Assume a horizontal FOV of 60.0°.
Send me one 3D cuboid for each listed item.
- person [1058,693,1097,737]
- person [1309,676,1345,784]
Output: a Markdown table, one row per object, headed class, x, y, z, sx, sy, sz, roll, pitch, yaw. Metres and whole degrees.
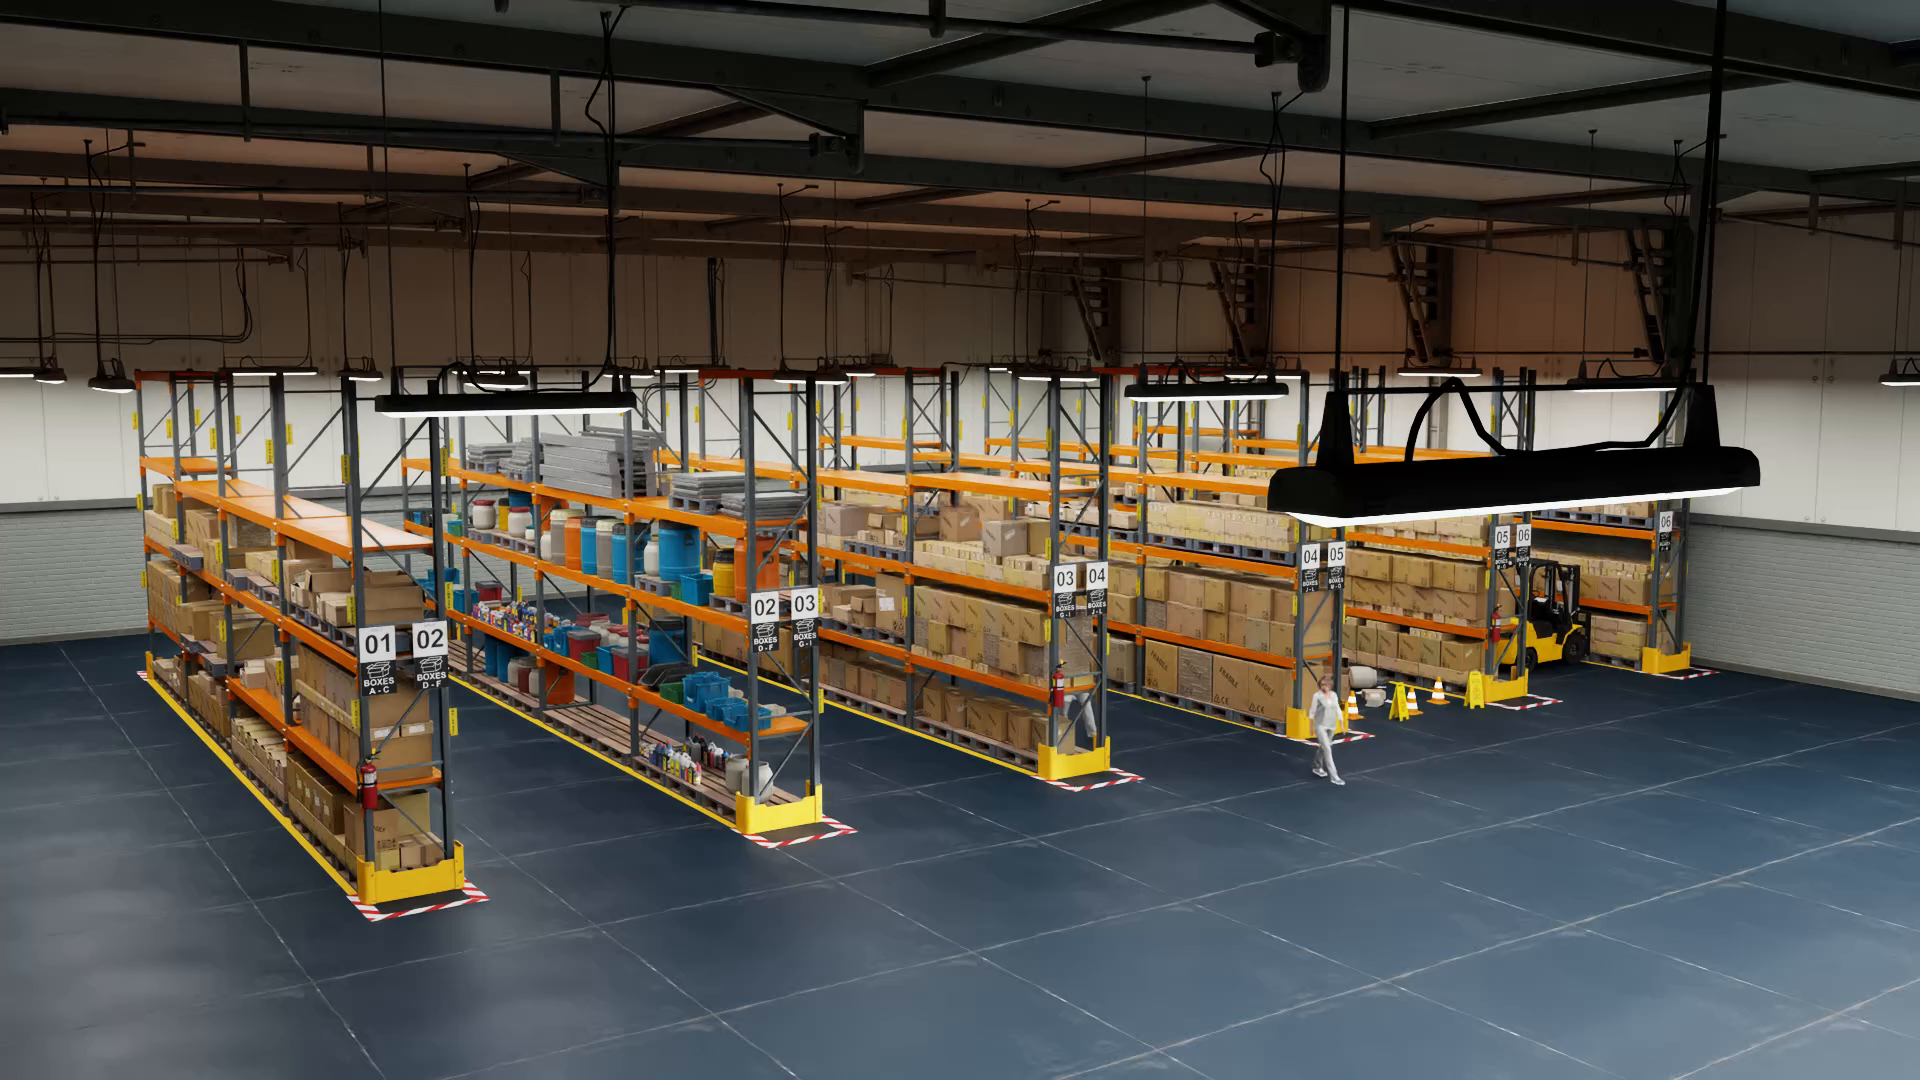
| class | x | y | z | sx | sy | sz | roll | pitch | yaw |
| --- | --- | --- | --- | --- | --- | --- | --- | --- | --- |
| person | 1.912 | 2.374 | 27.199 | 0.606 | 1.736 | 1.038 | -3 | 7 | -25 |
| person | 5.426 | 2.780 | 24.466 | 0.438 | 1.560 | 0.905 | -2 | 7 | -19 |
